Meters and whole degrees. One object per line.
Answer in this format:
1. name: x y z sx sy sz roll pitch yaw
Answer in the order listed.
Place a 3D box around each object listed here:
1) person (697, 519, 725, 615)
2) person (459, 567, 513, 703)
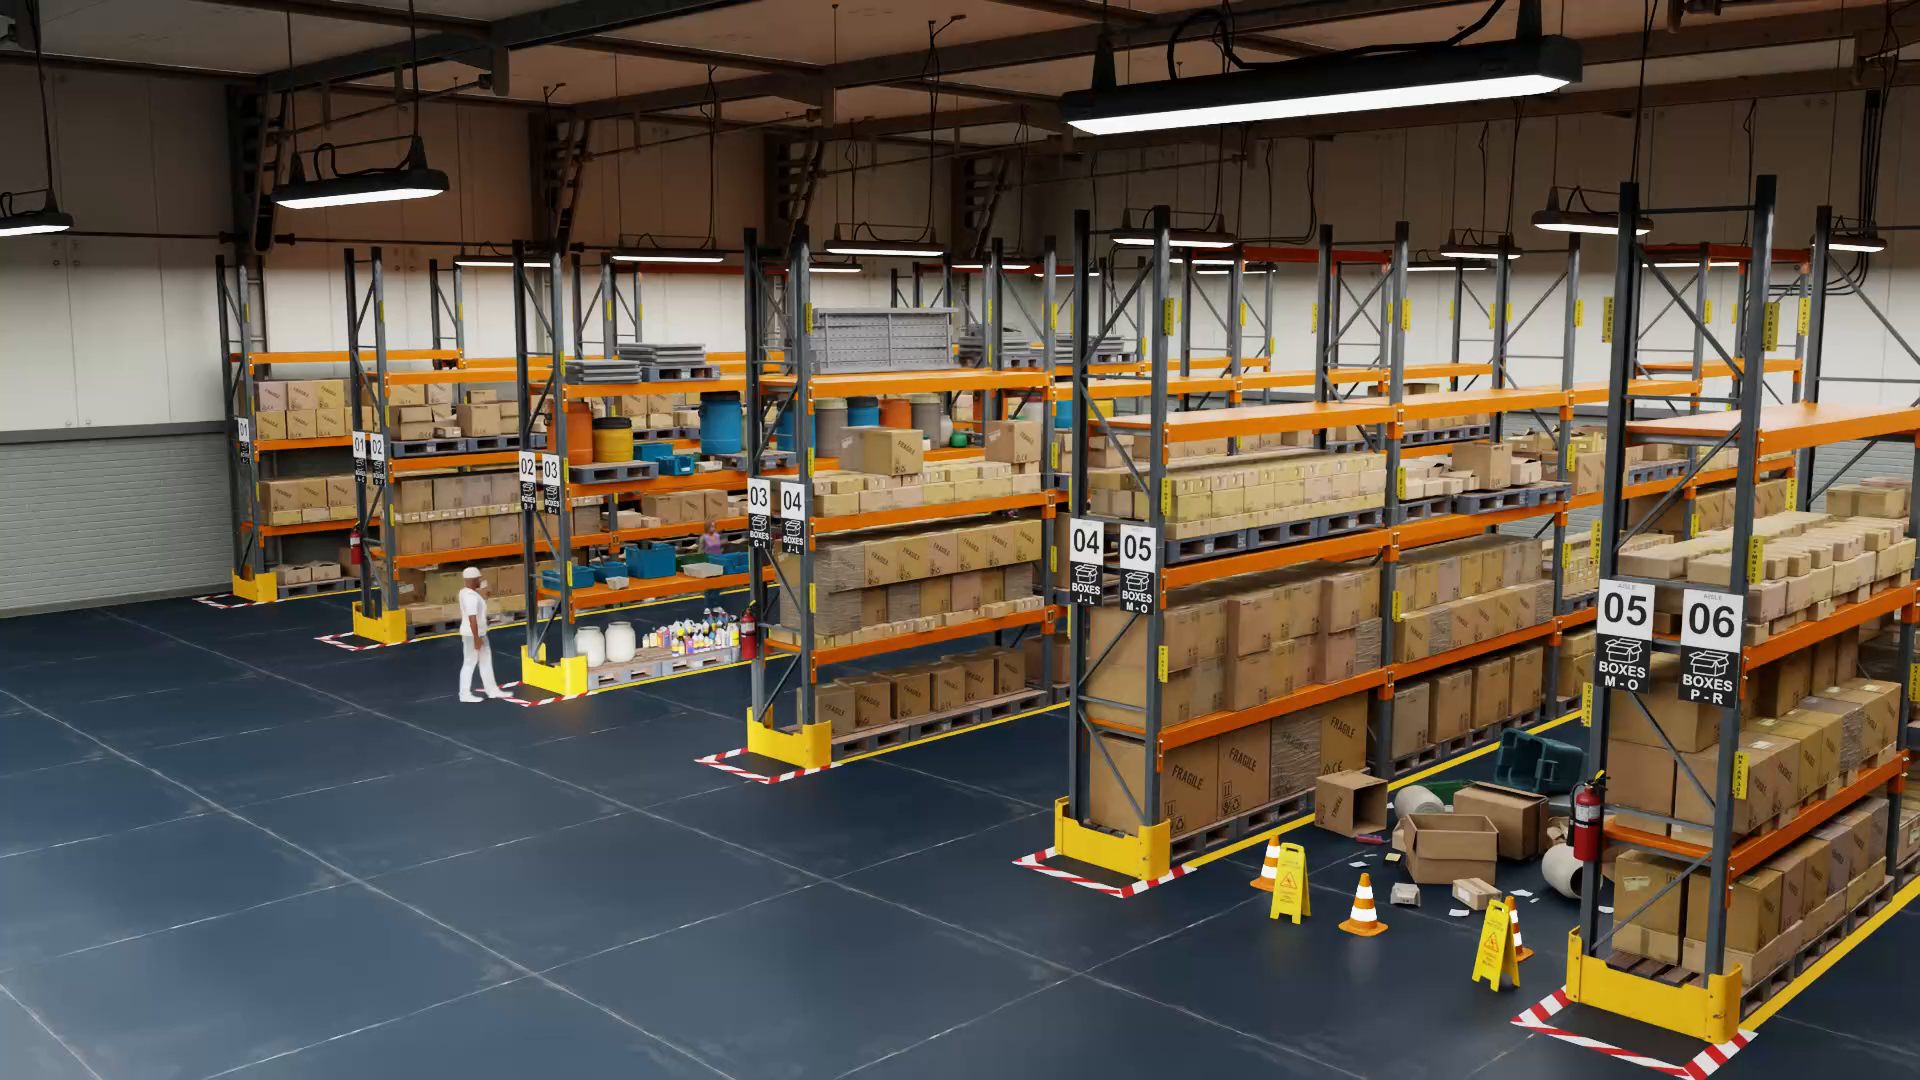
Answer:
1. person: -4.151 0.448 27.787 0.521 1.606 0.332 -5 10 -32
2. person: -6.239 1.231 21.702 0.644 1.763 0.606 0 8 -1
